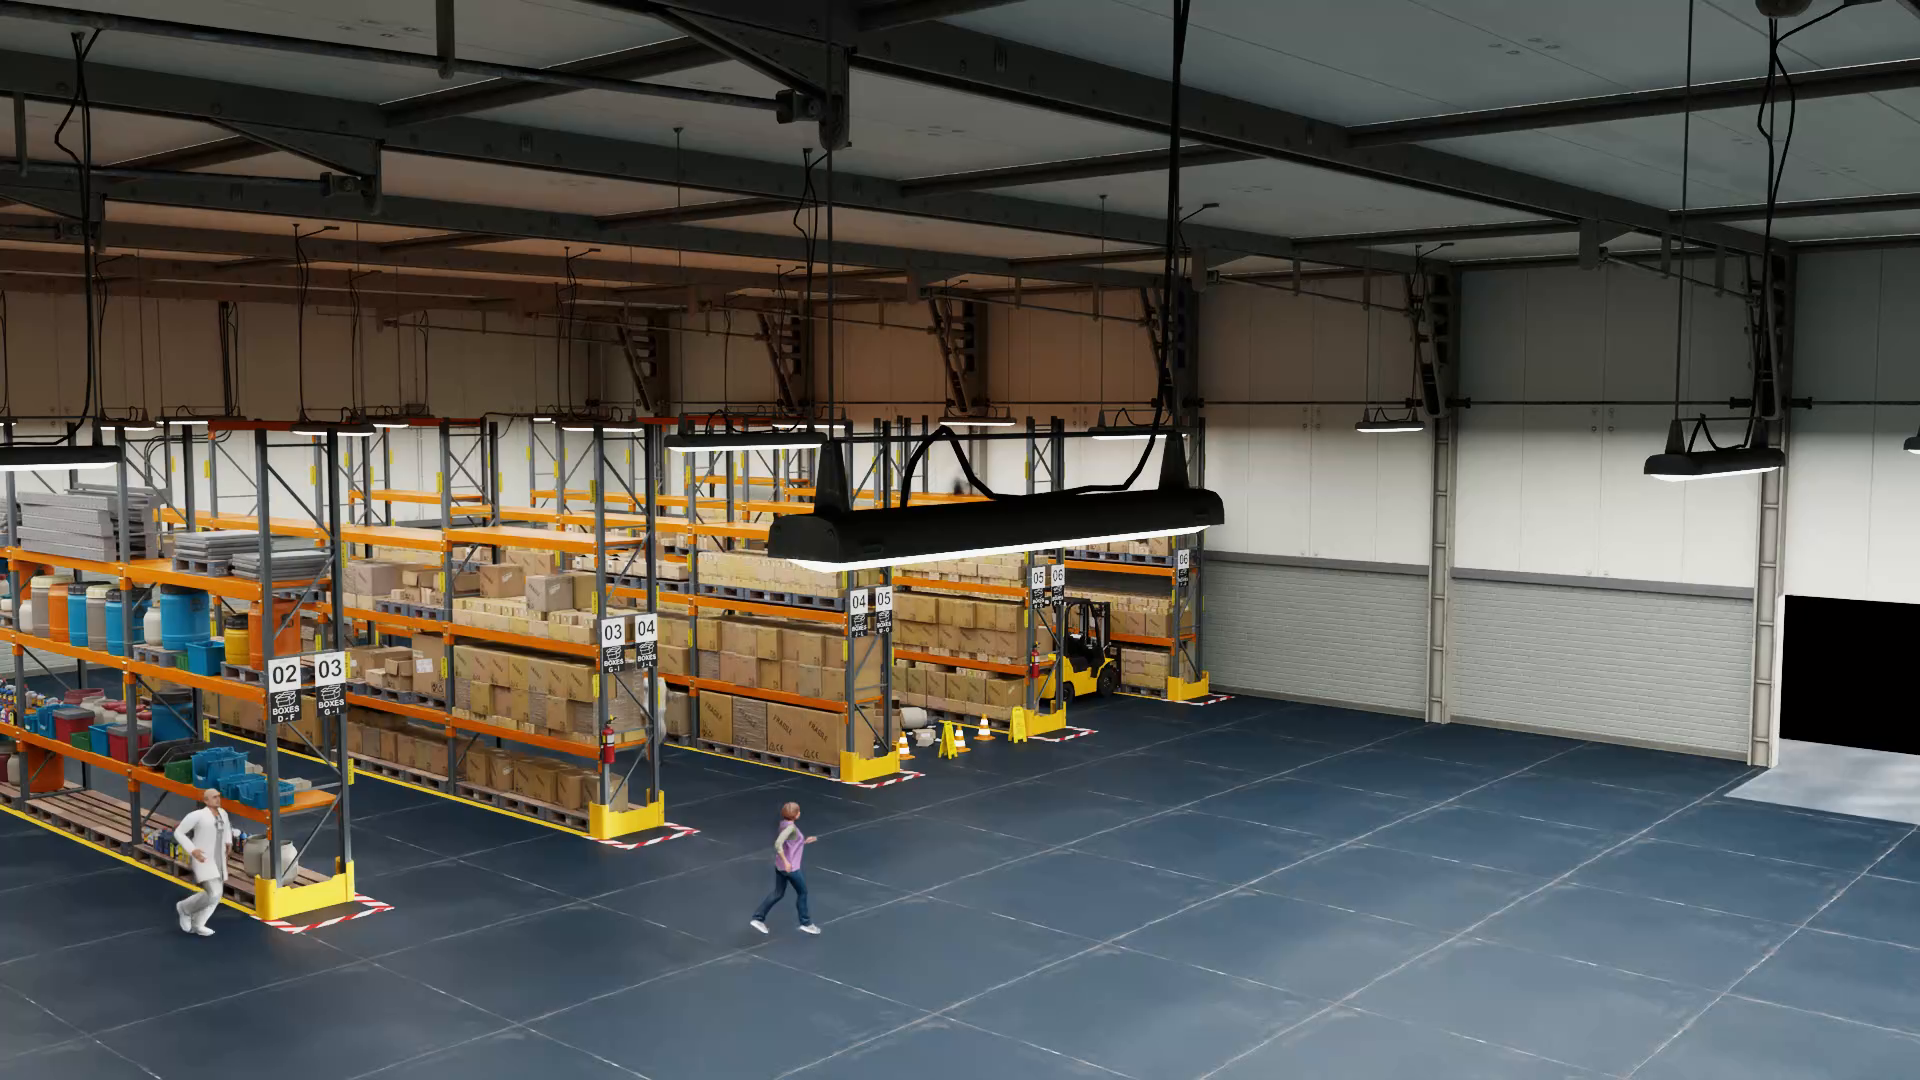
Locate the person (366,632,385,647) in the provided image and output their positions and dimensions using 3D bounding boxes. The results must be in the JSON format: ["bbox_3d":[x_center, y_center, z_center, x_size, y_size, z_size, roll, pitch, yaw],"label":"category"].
[{"bbox_3d":[-13.999,2.184,39.797,0.808,1.751,0.663,-1,5,-9],"label":"person"}]

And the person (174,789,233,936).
[{"bbox_3d":[-8.954,3.823,19.833,0.583,1.720,0.719,2,5,18],"label":"person"}]

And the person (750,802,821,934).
[{"bbox_3d":[-2.051,3.990,19.583,0.855,1.391,0.520,-2,5,-25],"label":"person"}]

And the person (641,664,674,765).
[{"bbox_3d":[-5.314,3.029,29.083,0.725,1.807,0.656,2,5,27],"label":"person"}]
